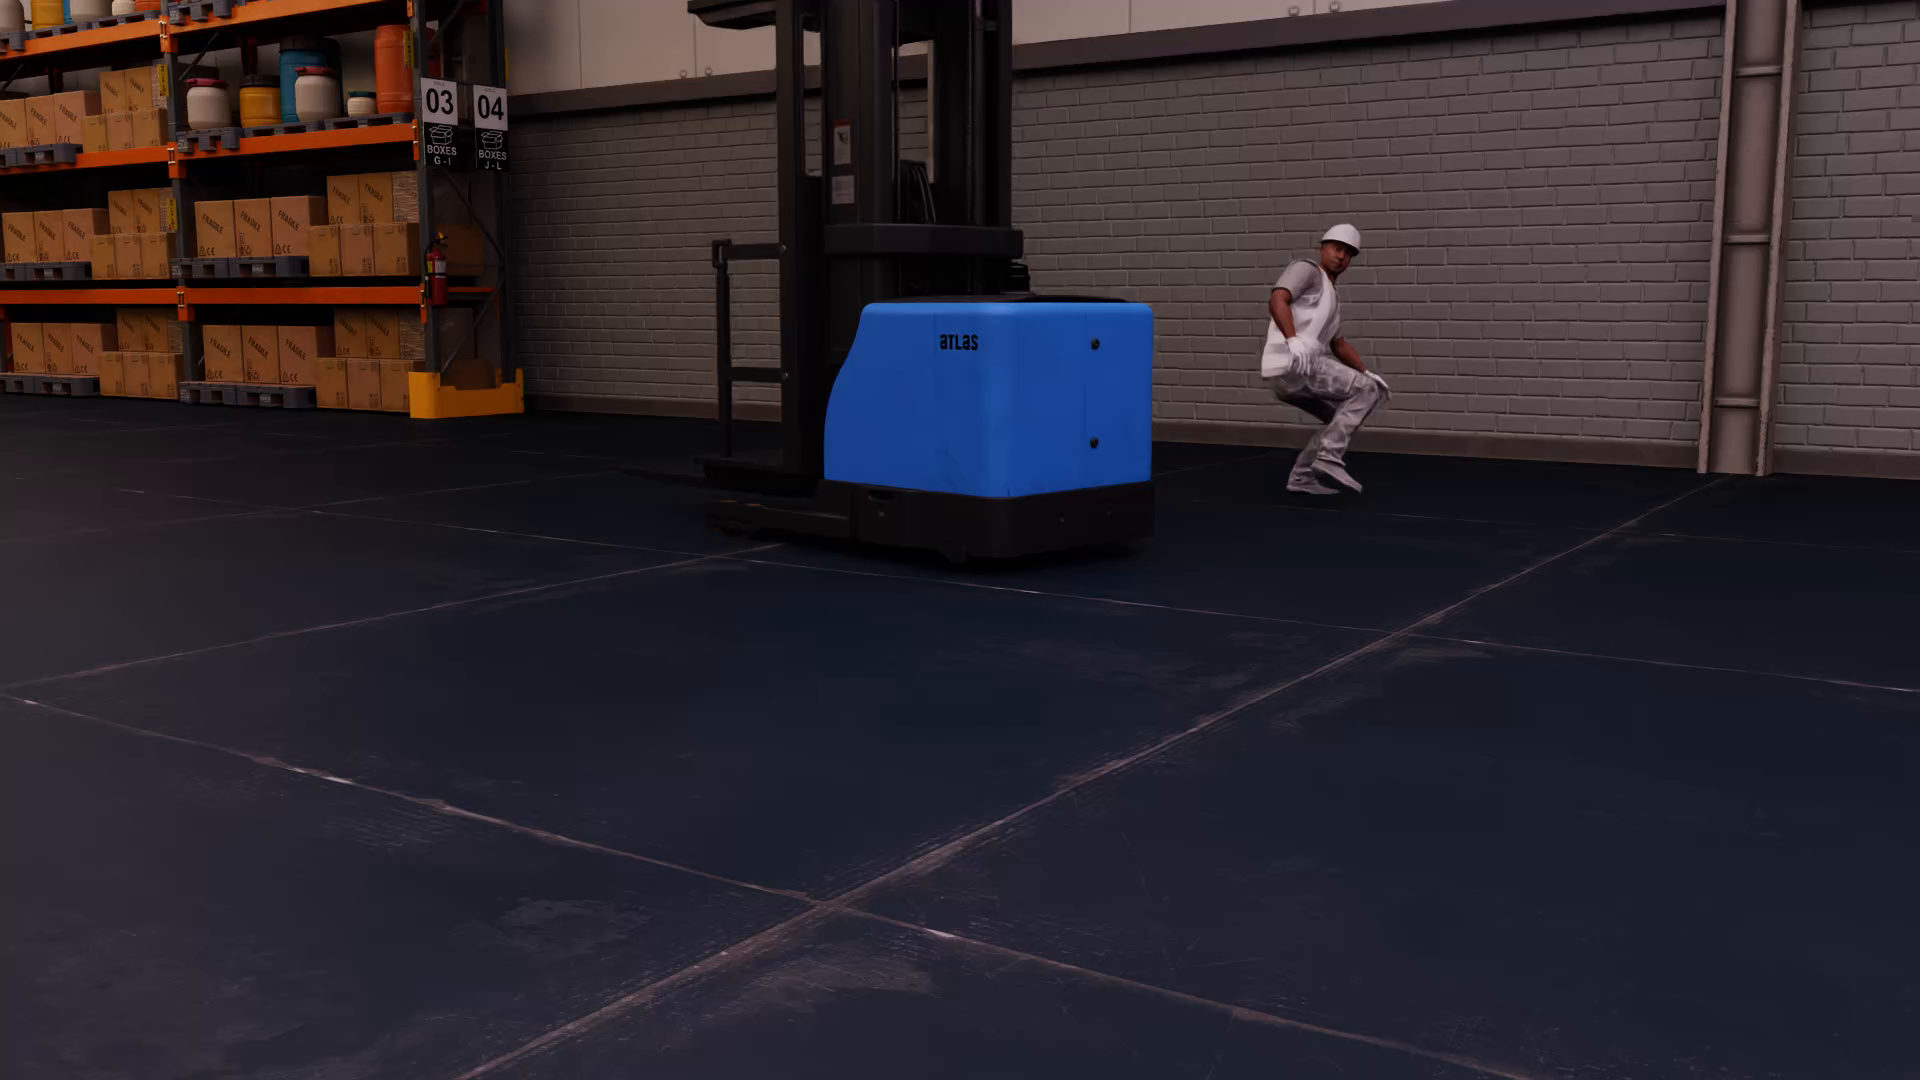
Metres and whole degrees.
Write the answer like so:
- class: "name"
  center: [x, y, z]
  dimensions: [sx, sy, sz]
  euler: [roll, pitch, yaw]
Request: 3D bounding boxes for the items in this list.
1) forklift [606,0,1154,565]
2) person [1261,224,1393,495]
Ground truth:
- class: "forklift"
  center: [-0.555, -1.503, 7.765]
  dimensions: [3.031, 2.935, 1.130]
  euler: [8, 11, 44]
- class: "person"
  center: [2.000, -0.948, 9.064]
  dimensions: [0.697, 1.535, 0.826]
  euler: [2, 8, 15]
